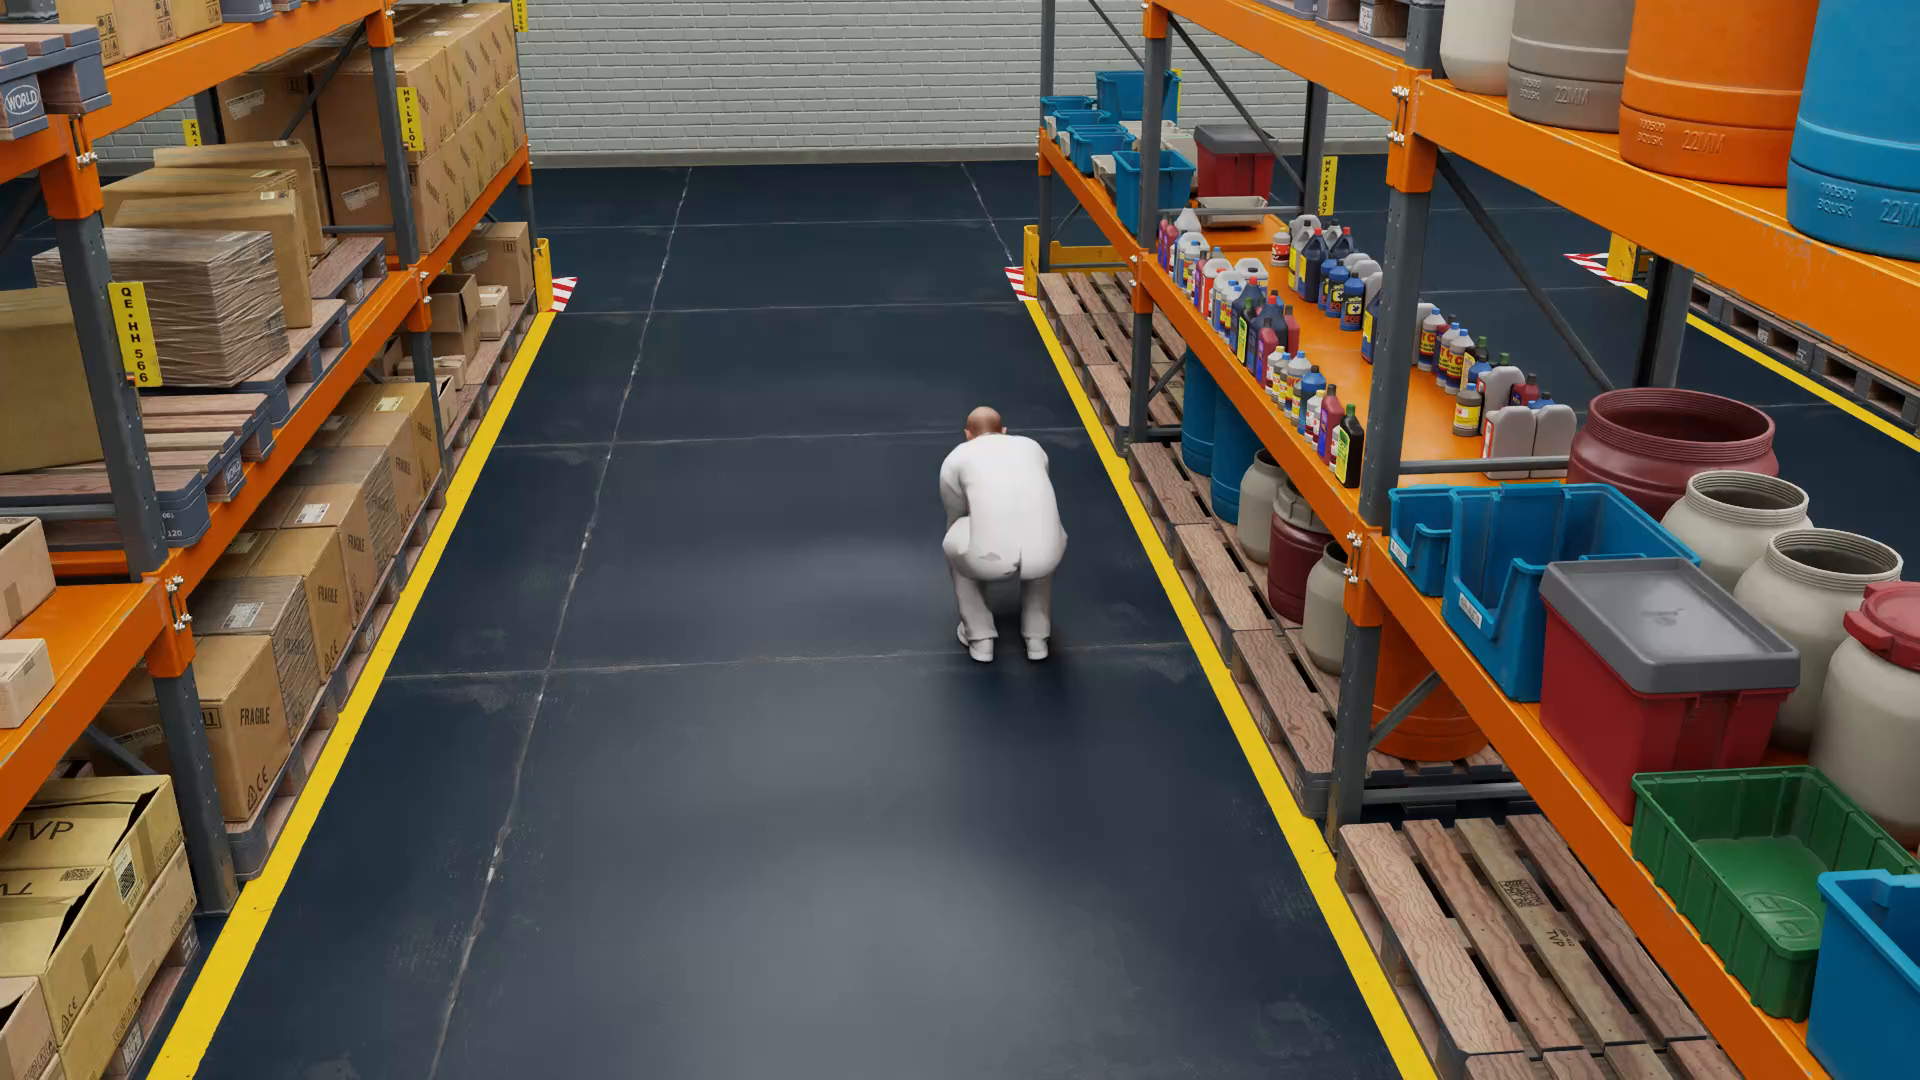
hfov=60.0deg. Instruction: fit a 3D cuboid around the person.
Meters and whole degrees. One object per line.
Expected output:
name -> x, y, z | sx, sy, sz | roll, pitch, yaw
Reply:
person -> 0.197, -0.029, 7.661 | 0.584, 1.005, 0.937 | -3, 24, -7
